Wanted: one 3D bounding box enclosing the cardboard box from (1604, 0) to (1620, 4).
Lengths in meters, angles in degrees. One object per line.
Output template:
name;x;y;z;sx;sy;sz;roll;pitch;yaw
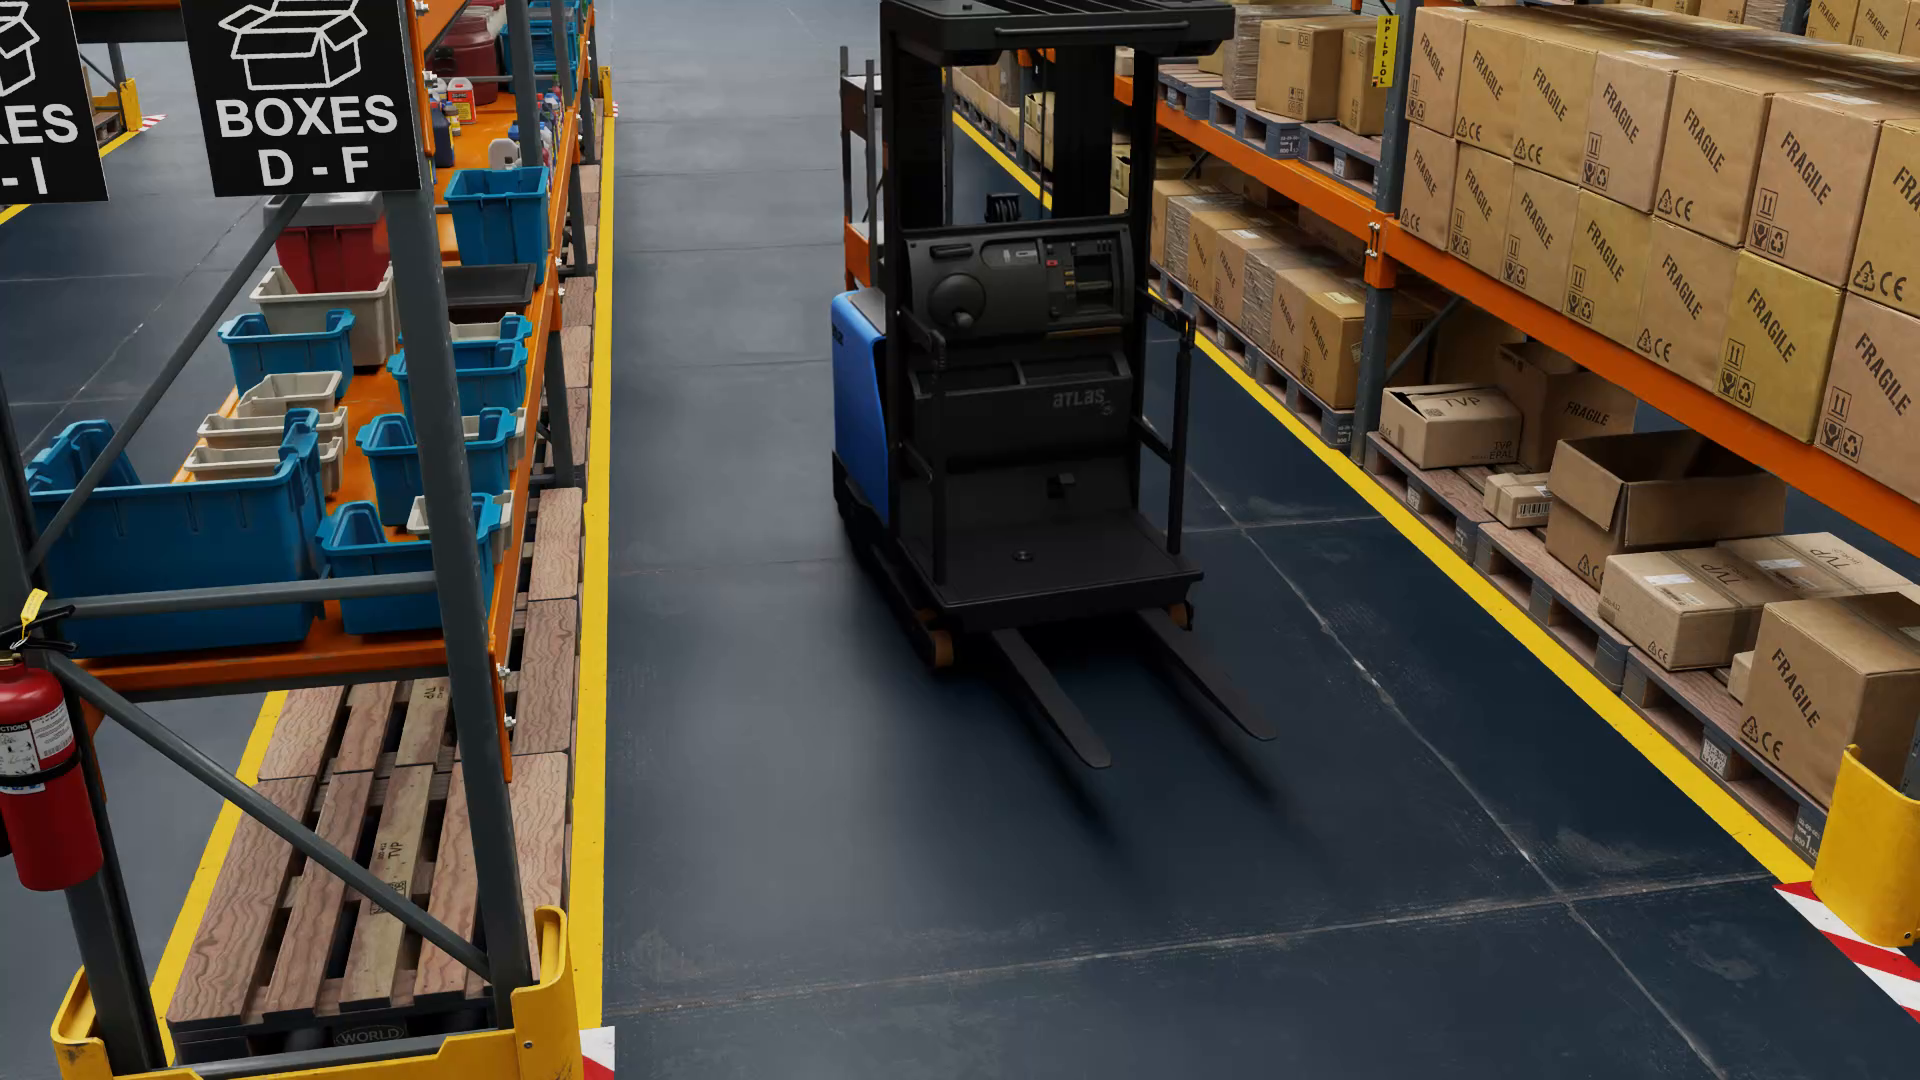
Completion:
cardboard box;6.088;-5.147;15.111;0.700;0.500;0.500;-2;24;-4

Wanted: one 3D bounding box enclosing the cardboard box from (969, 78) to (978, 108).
cardboard box;0.393;-4.839;17.993;0.500;0.250;0.500;-4;24;-10

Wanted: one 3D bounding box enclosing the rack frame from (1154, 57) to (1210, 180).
rack frame;1.803;-3.381;11.743;1.000;3.000;0.127;-4;24;-10

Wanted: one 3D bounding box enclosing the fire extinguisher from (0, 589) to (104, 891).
fire extinguisher;-2.005;0.430;3.579;0.296;0.674;0.183;-4;24;-10

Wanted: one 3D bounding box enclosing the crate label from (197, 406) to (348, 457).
crate label;-2.030;-0.306;4.957;0.396;0.136;0.243;-4;24;-10

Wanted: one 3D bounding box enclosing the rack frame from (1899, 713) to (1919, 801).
rack frame;3.283;-0.234;4.538;1.000;3.000;0.127;-4;24;-10

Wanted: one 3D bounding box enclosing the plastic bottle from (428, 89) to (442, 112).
plastic bottle;-3.217;-2.583;10.071;0.152;0.276;0.135;-4;24;-10

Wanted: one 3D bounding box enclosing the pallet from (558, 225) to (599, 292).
pallet;-3.170;-2.045;12.169;1.003;0.211;1.213;-4;24;-10

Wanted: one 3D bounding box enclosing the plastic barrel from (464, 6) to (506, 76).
plastic barrel;-3.543;-3.621;12.154;0.421;0.512;0.421;0;24;0

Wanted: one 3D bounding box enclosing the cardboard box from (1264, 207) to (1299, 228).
cardboard box;2.302;-1.883;10.887;0.500;0.500;0.500;-5;24;-12

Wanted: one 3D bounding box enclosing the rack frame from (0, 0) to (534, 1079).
rack frame;-1.589;0.131;3.702;0.949;2.616;0.053;-4;24;-10

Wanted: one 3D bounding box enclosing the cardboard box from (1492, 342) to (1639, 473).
cardboard box;2.927;-0.660;8.088;0.500;0.500;0.500;-4;24;-10

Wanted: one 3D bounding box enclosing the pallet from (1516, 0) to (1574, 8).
pallet;5.930;-4.923;15.514;1.003;0.211;1.213;-4;24;-10

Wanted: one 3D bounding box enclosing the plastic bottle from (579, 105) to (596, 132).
plastic bottle;-3.660;-4.166;16.302;0.144;0.351;0.185;-4;24;-10

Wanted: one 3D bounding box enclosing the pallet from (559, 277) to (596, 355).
pallet;-2.879;-1.431;10.762;1.003;0.211;1.213;-4;24;-10

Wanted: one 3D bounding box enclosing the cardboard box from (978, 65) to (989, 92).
cardboard box;0.479;-4.986;17.392;0.500;0.500;0.500;-4;24;-10

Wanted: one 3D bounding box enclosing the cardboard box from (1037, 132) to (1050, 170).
cardboard box;0.988;-3.508;14.946;0.500;0.250;0.500;-4;24;-8

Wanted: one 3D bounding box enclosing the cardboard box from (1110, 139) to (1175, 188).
cardboard box;1.362;-2.962;12.994;0.500;0.311;0.500;-5;24;-11

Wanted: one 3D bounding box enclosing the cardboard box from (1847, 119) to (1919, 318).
cardboard box;2.930;-0.893;4.672;0.500;0.500;0.500;-5;24;-10

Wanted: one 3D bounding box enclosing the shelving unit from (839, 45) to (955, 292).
shelving unit;-0.301;-1.295;8.091;0.431;2.100;0.503;-7;25;-16

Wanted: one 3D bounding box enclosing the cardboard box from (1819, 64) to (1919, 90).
cardboard box;3.268;-1.334;5.683;0.500;0.500;0.500;-4;24;-9

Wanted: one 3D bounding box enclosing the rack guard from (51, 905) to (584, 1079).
rack guard;-1.569;1.285;4.183;1.175;0.500;0.348;-4;24;-10

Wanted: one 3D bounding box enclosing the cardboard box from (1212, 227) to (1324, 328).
cardboard box;1.898;-1.629;10.305;0.500;0.500;0.500;-5;24;-12

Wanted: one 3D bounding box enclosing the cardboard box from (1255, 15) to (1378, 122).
cardboard box;2.156;-2.736;9.617;0.700;0.500;0.500;-11;26;-23

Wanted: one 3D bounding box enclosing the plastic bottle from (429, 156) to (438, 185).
plastic bottle;-2.826;-2.017;8.782;0.097;0.271;0.097;0;24;0

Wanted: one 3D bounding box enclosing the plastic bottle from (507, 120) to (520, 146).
plastic bottle;-2.423;-2.163;9.114;0.097;0.271;0.097;0;24;0

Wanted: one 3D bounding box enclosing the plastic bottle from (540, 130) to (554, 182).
plastic bottle;-2.251;-2.051;8.854;0.152;0.276;0.135;-4;24;-10

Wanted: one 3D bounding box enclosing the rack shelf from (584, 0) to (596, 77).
rack shelf;-4.175;-5.046;16.455;1.077;0.370;4.000;-4;24;-10

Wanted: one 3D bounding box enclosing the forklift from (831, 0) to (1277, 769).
forklift;0.312;-1.006;6.392;1.130;2.935;3.031;-7;25;-16

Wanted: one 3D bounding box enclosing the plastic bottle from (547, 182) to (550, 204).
plastic bottle;-2.117;-1.791;8.352;0.097;0.201;0.097;0;24;0

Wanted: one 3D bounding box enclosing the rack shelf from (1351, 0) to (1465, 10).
rack shelf;5.561;-5.779;18.133;1.077;0.370;4.000;-4;24;-10

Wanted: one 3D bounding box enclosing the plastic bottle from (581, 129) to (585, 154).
plastic bottle;-3.433;-3.698;15.329;0.097;0.271;0.097;0;24;0

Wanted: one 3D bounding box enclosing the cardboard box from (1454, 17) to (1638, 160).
cardboard box;2.449;-1.902;6.984;0.500;0.500;0.500;-5;24;-11

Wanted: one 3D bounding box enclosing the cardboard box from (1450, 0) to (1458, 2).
cardboard box;5.354;-5.820;17.490;0.500;0.250;0.500;-4;24;-10

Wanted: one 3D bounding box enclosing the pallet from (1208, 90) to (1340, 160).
pallet;2.167;-2.528;10.031;1.003;0.211;1.213;-4;24;-10

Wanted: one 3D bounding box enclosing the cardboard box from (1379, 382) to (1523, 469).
cardboard box;2.408;-0.596;8.176;0.500;0.311;0.500;-4;24;-10

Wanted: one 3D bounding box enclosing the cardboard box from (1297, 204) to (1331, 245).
cardboard box;2.415;-2.006;10.232;0.500;0.250;0.500;-5;24;-11

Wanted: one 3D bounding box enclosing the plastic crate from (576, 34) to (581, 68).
plastic crate;-3.206;-3.828;13.031;0.450;0.188;0.662;-4;24;-10

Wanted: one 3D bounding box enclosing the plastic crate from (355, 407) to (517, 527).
plastic crate;-1.430;-0.200;4.595;0.416;0.233;0.300;-4;24;-10

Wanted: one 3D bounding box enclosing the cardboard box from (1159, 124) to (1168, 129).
cardboard box;1.702;-3.407;14.013;0.500;0.311;0.500;-5;24;-10

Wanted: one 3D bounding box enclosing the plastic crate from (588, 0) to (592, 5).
plastic crate;-4.044;-5.664;17.156;0.499;0.251;0.408;-4;24;-10

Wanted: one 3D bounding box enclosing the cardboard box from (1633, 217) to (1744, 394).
cardboard box;2.746;-0.836;5.792;0.500;0.500;0.500;-4;24;-9

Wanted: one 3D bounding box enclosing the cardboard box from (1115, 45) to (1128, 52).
cardboard box;1.477;-4.085;13.231;0.500;0.500;0.500;-6;24;-13

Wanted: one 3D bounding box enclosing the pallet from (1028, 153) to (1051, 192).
pallet;1.238;-3.389;15.247;1.003;0.211;1.213;-4;24;-10

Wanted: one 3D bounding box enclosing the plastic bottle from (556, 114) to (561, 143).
plastic bottle;-2.435;-2.468;9.901;0.097;0.201;0.097;0;24;0

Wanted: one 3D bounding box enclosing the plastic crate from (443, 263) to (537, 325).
plastic crate;-1.855;-0.923;6.385;0.437;0.125;0.590;-4;24;-10

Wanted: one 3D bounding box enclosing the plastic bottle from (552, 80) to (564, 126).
plastic bottle;-2.529;-2.744;10.430;0.061;0.283;0.133;-4;24;-10

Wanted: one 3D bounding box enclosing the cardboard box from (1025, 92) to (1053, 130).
cardboard box;0.895;-3.962;15.285;0.500;0.311;0.500;-4;24;-10
